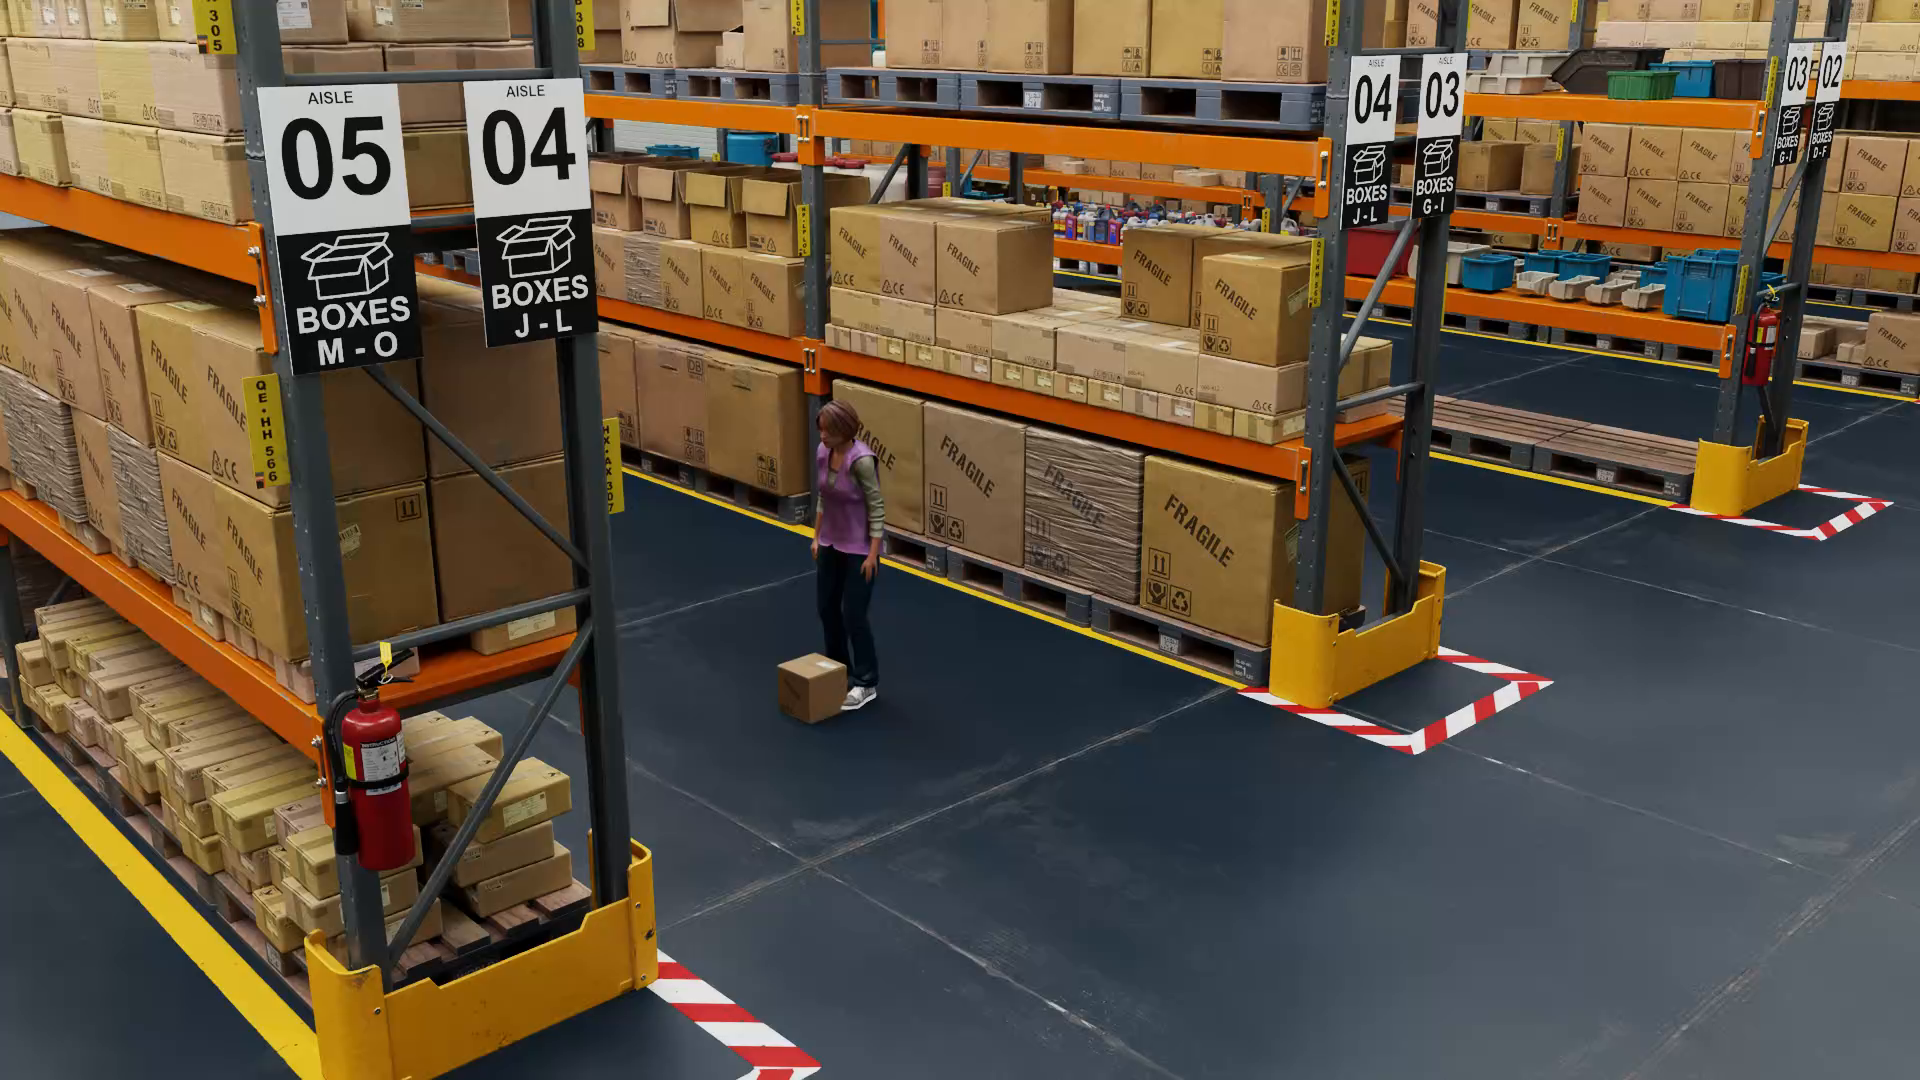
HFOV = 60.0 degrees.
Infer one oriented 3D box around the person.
[{"bbox_3d":[-0.574,0.058,8.389,0.472,1.590,0.347,16,24,41],"label":"person"}]
